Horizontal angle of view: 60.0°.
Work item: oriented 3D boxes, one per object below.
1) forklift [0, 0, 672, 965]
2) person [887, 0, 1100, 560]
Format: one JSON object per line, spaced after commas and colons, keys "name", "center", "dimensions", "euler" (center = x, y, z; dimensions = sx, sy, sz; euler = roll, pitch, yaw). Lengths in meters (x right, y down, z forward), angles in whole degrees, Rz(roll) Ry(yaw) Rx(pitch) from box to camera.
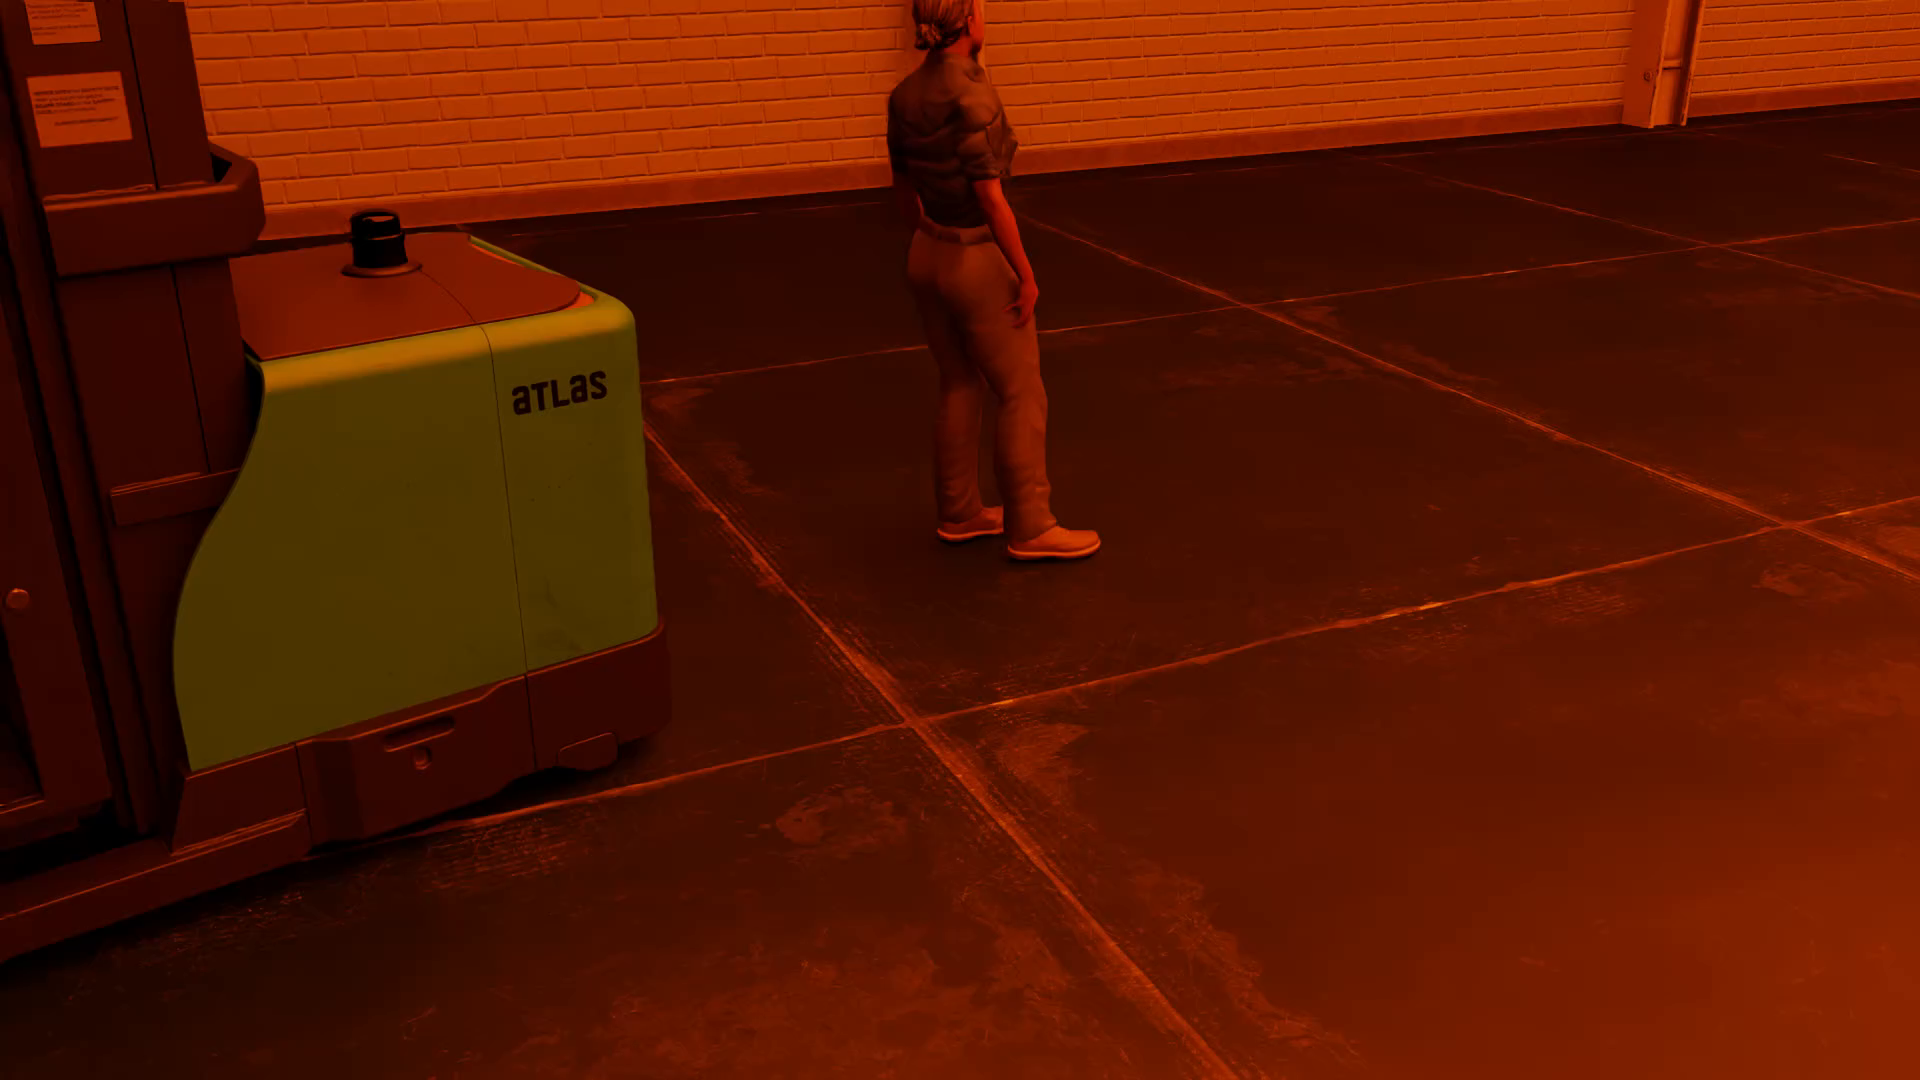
{"name": "forklift", "center": [-2.157, -0.666, 2.890], "dimensions": [3.031, 2.935, 1.130], "euler": [-16, 28, -34]}
{"name": "person", "center": [0.083, -0.771, 4.817], "dimensions": [0.456, 1.655, 0.616], "euler": [-16, 27, -33]}
